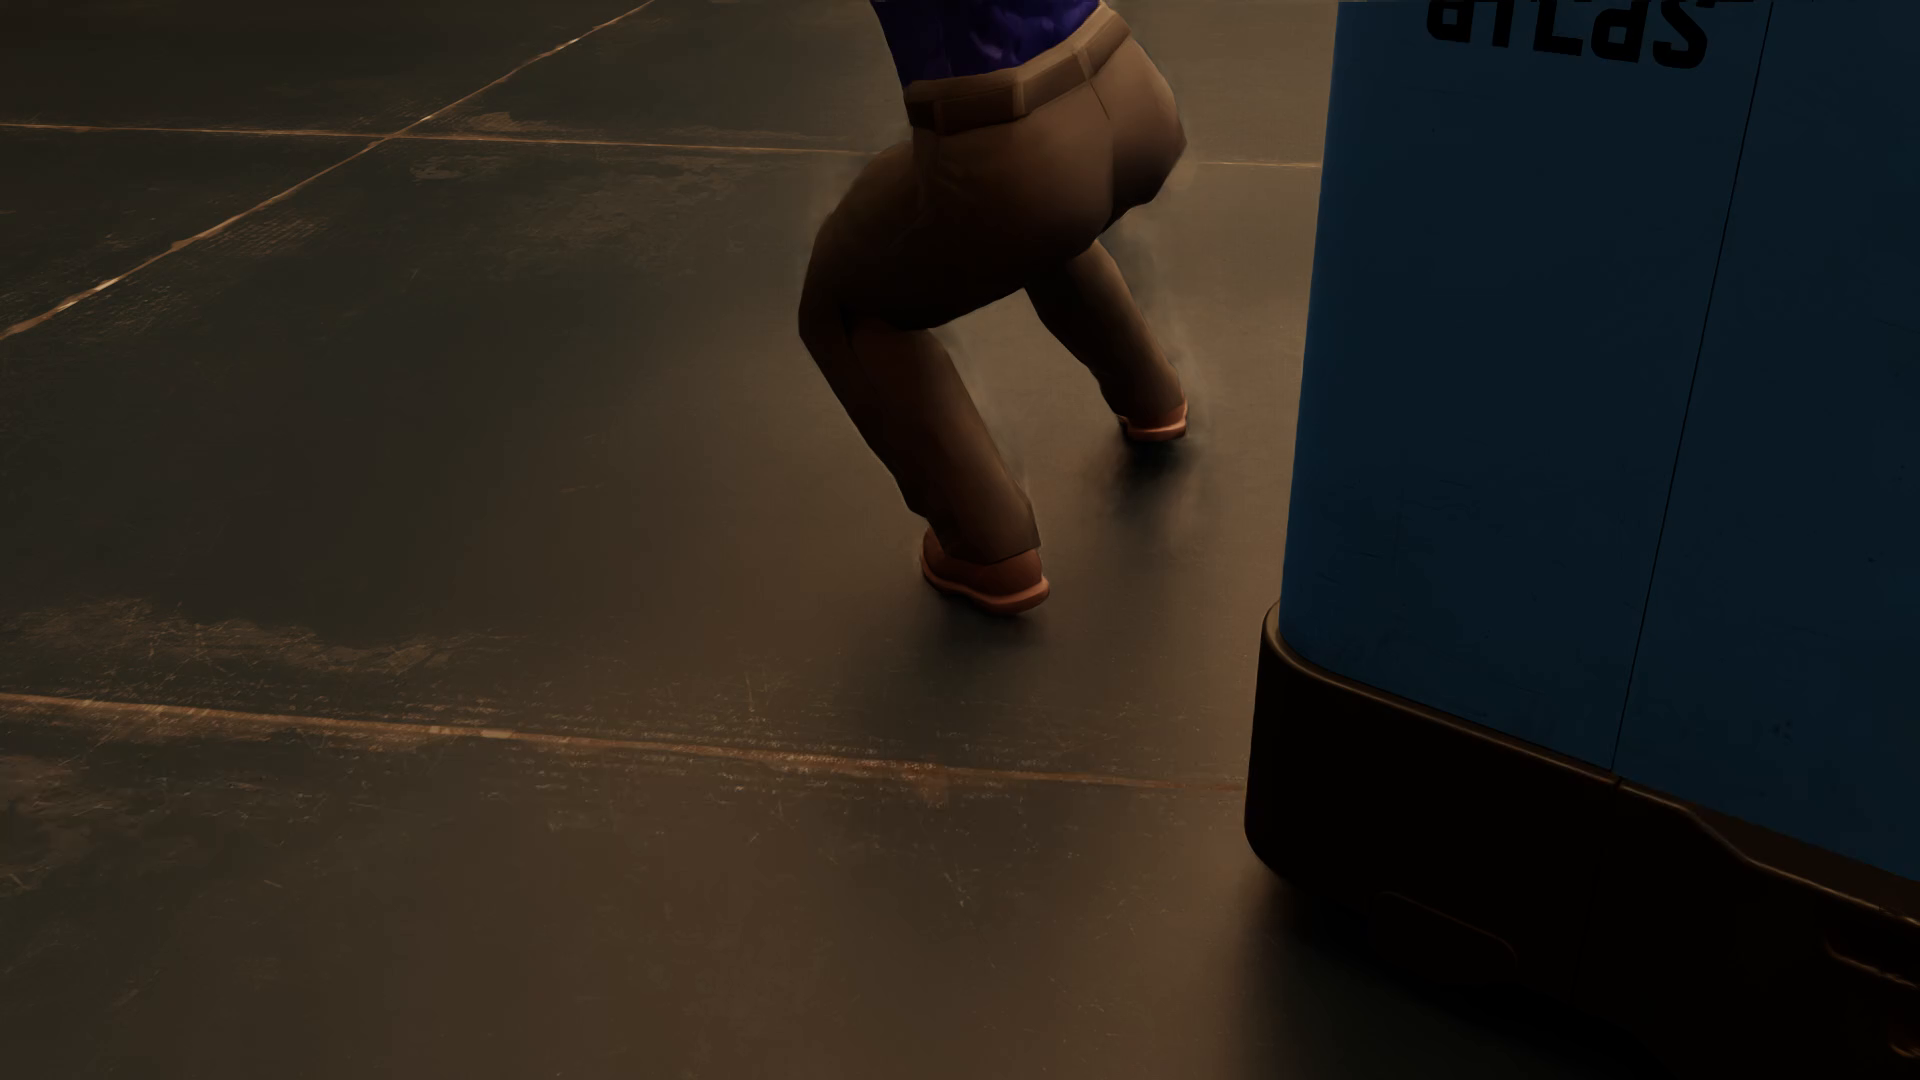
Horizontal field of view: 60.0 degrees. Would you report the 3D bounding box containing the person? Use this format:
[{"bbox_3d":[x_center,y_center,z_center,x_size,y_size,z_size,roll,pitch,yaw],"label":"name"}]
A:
[{"bbox_3d":[-0.083,-0.574,2.108,0.745,1.388,1.460,18,32,32],"label":"person"}]

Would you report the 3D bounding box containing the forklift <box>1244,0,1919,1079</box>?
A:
[{"bbox_3d":[1.763,-0.695,0.609,3.031,2.935,1.130,20,33,34],"label":"forklift"}]
